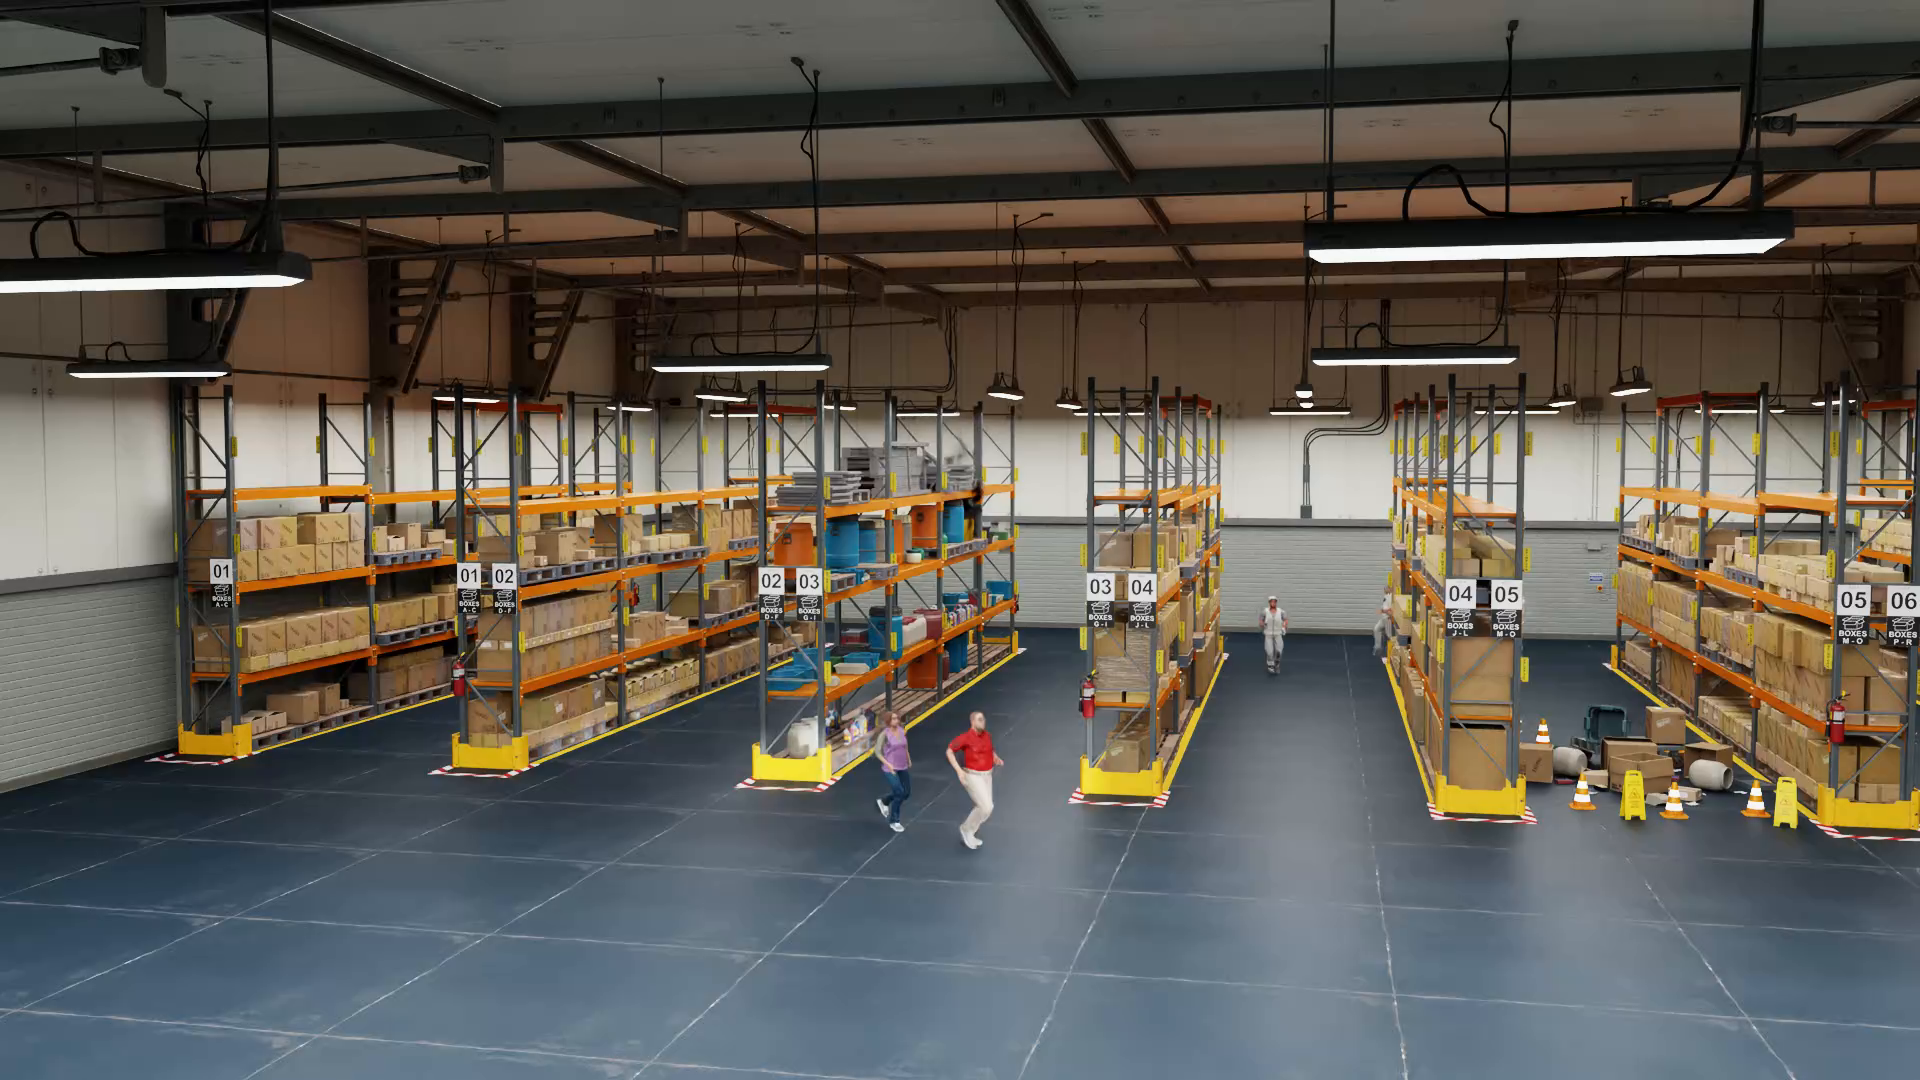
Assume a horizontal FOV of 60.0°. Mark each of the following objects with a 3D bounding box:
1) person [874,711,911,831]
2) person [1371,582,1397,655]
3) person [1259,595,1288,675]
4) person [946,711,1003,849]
[{"bbox_3d":[-0.902,3.010,21.816,0.536,1.570,0.515,-3,4,-42],"label":"person"},{"bbox_3d":[10.247,1.916,39.762,0.779,1.820,0.665,0,3,7],"label":"person"},{"bbox_3d":[6.832,2.085,36.215,0.632,1.743,0.614,0,3,8],"label":"person"},{"bbox_3d":[0.248,2.989,20.686,0.666,1.706,0.642,3,4,39],"label":"person"}]
